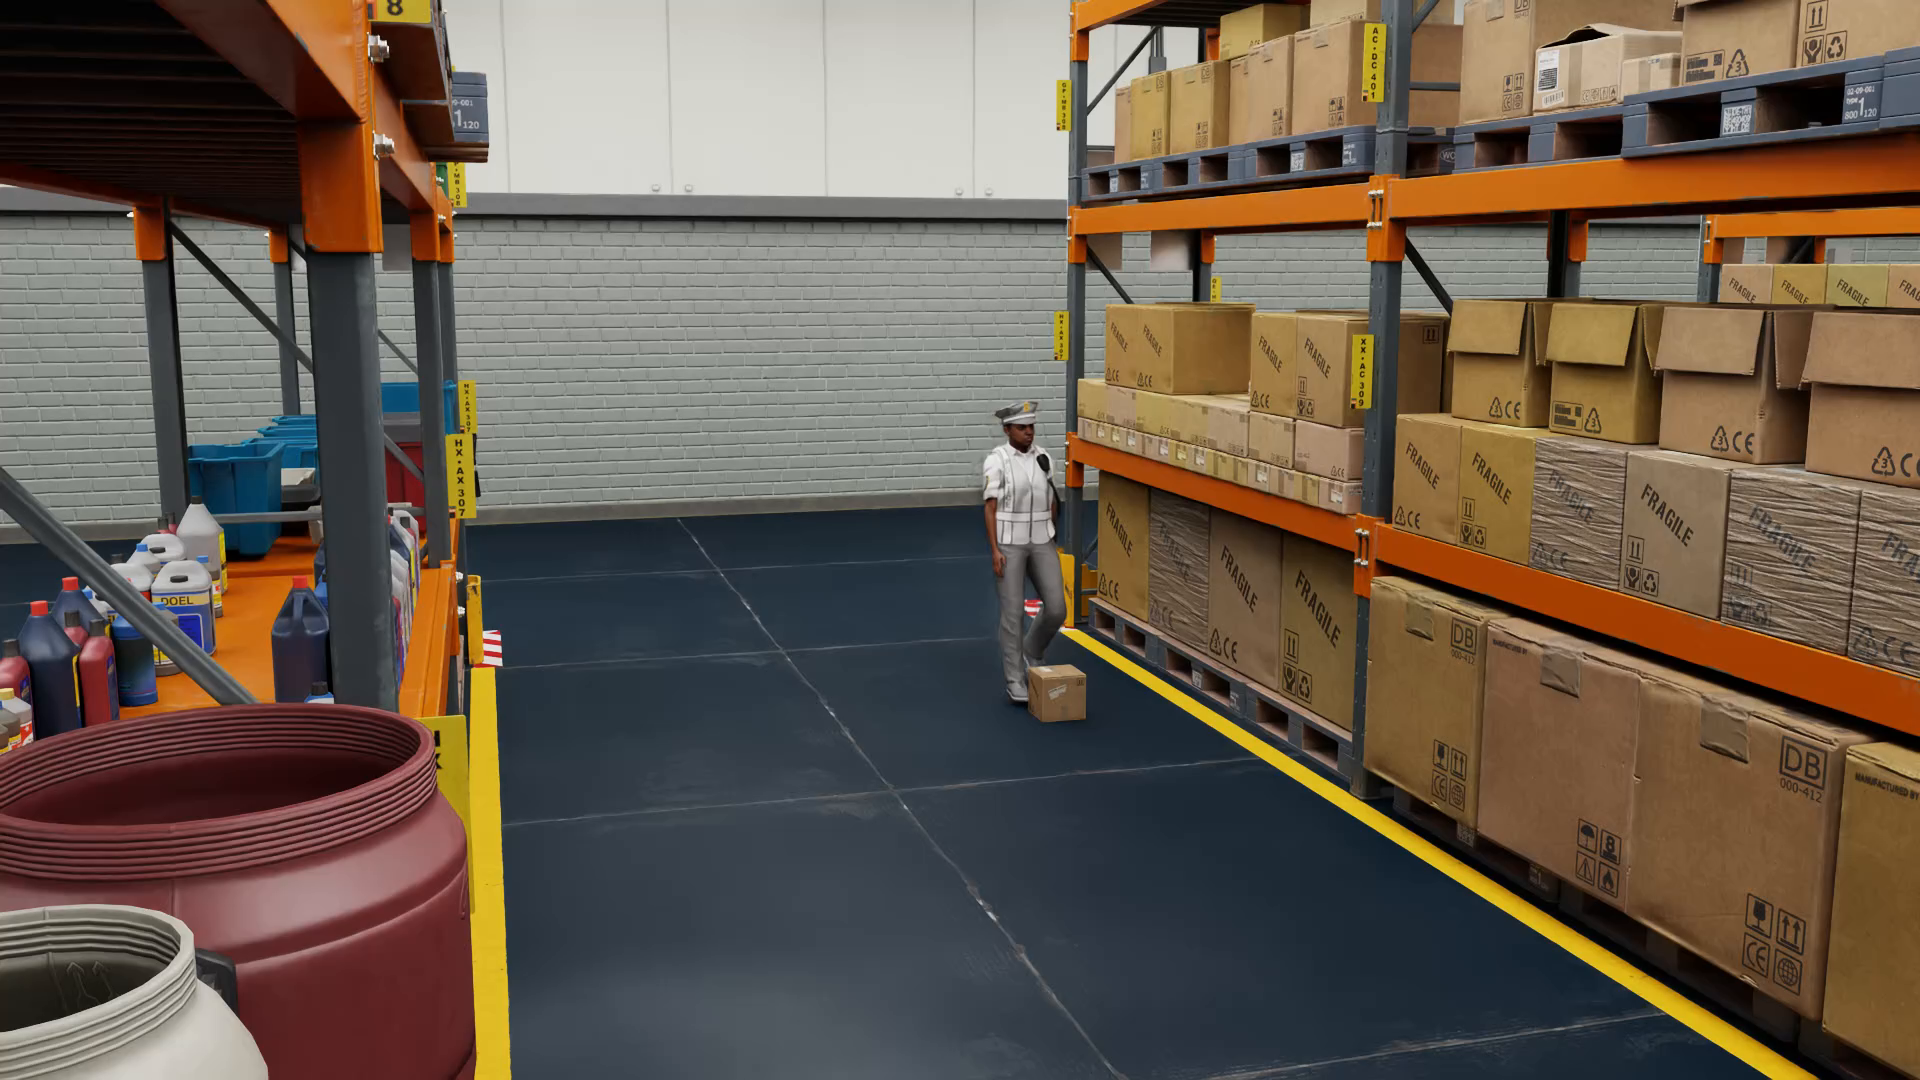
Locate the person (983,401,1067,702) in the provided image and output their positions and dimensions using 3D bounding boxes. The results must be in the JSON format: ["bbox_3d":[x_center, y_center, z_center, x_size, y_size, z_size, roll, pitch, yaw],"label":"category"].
[{"bbox_3d":[0.364,0.046,9.424,0.468,1.677,0.557,-4,10,-21],"label":"person"}]
